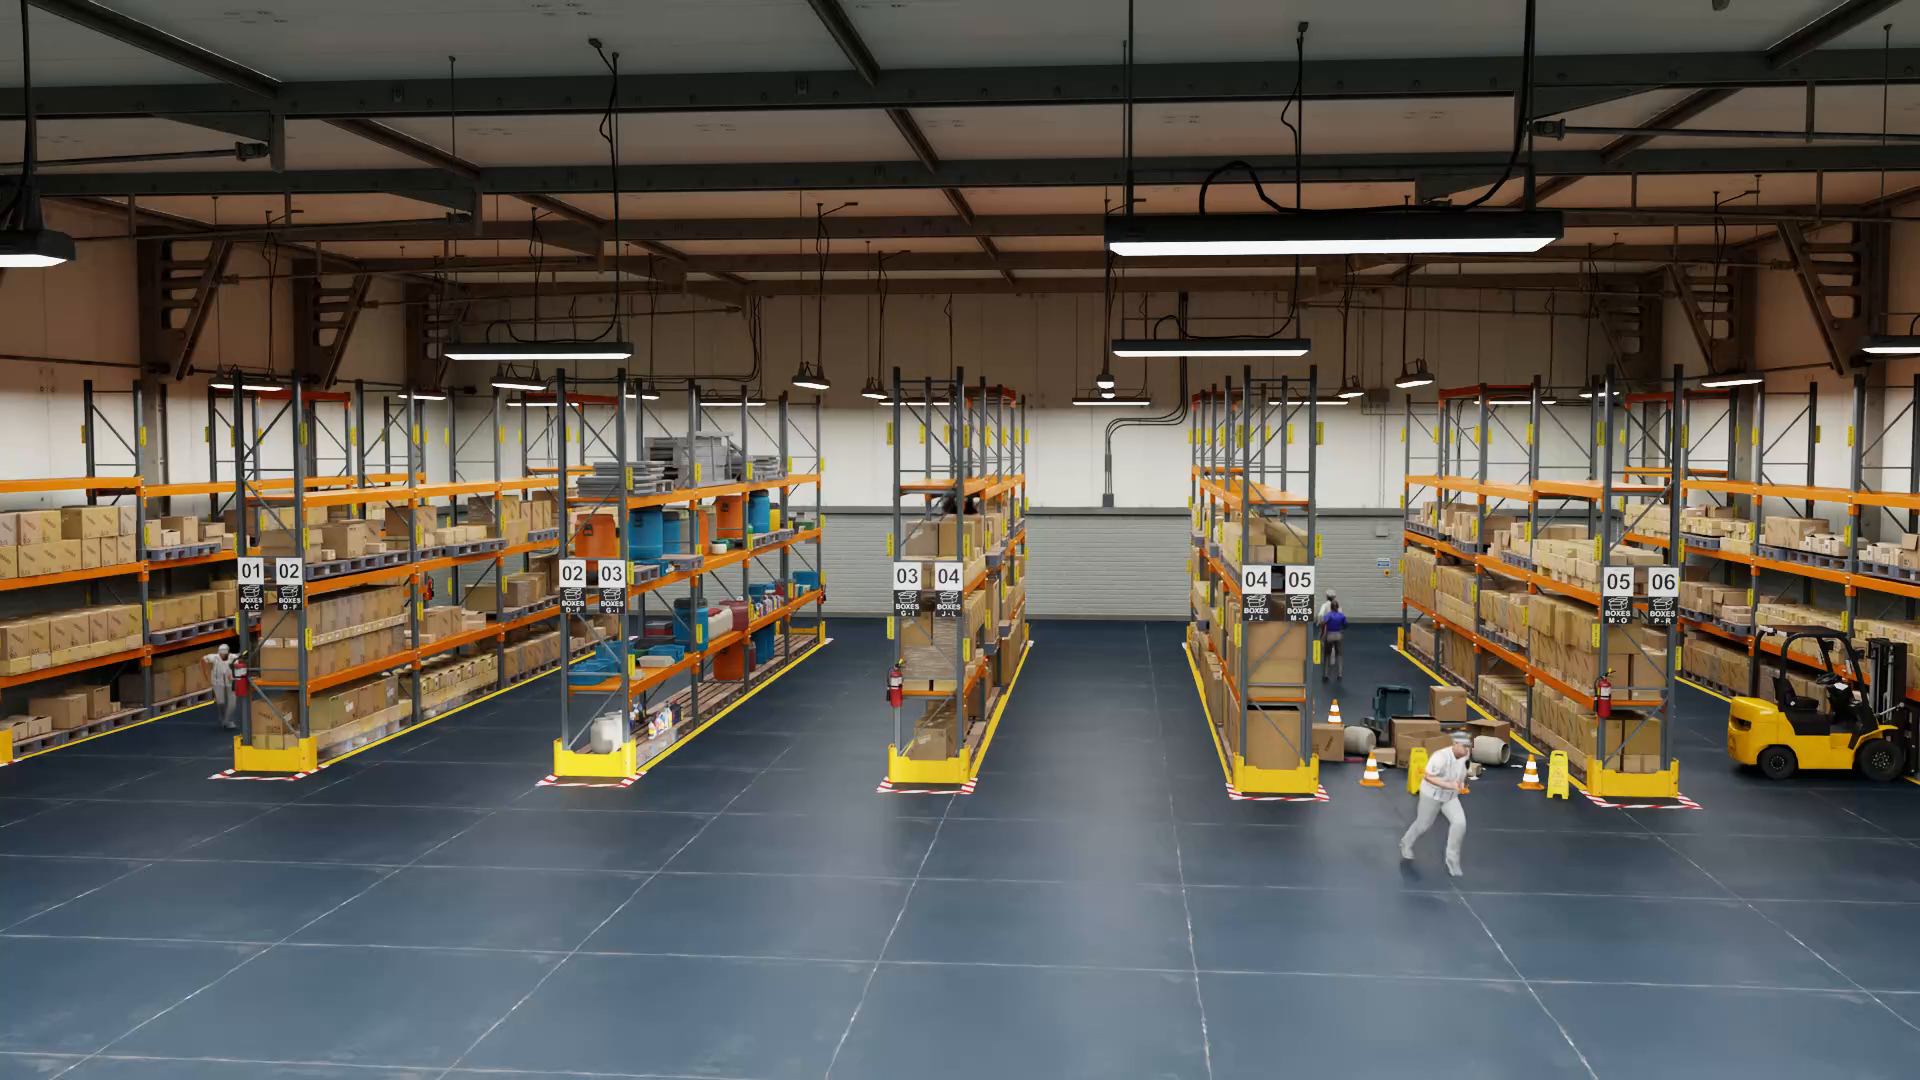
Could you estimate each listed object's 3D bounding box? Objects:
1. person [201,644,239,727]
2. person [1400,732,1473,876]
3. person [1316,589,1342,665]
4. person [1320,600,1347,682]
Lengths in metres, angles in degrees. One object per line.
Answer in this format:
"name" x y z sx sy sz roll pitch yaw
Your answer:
"person" -12.588 2.492 28.374 0.633 1.496 0.864 -2 4 -23
"person" 5.521 3.014 19.260 0.708 1.719 1.014 -2 4 -29
"person" 8.072 1.910 36.554 0.649 1.652 0.546 -1 4 -14
"person" 7.580 2.063 33.748 0.572 1.686 0.863 0 4 3
